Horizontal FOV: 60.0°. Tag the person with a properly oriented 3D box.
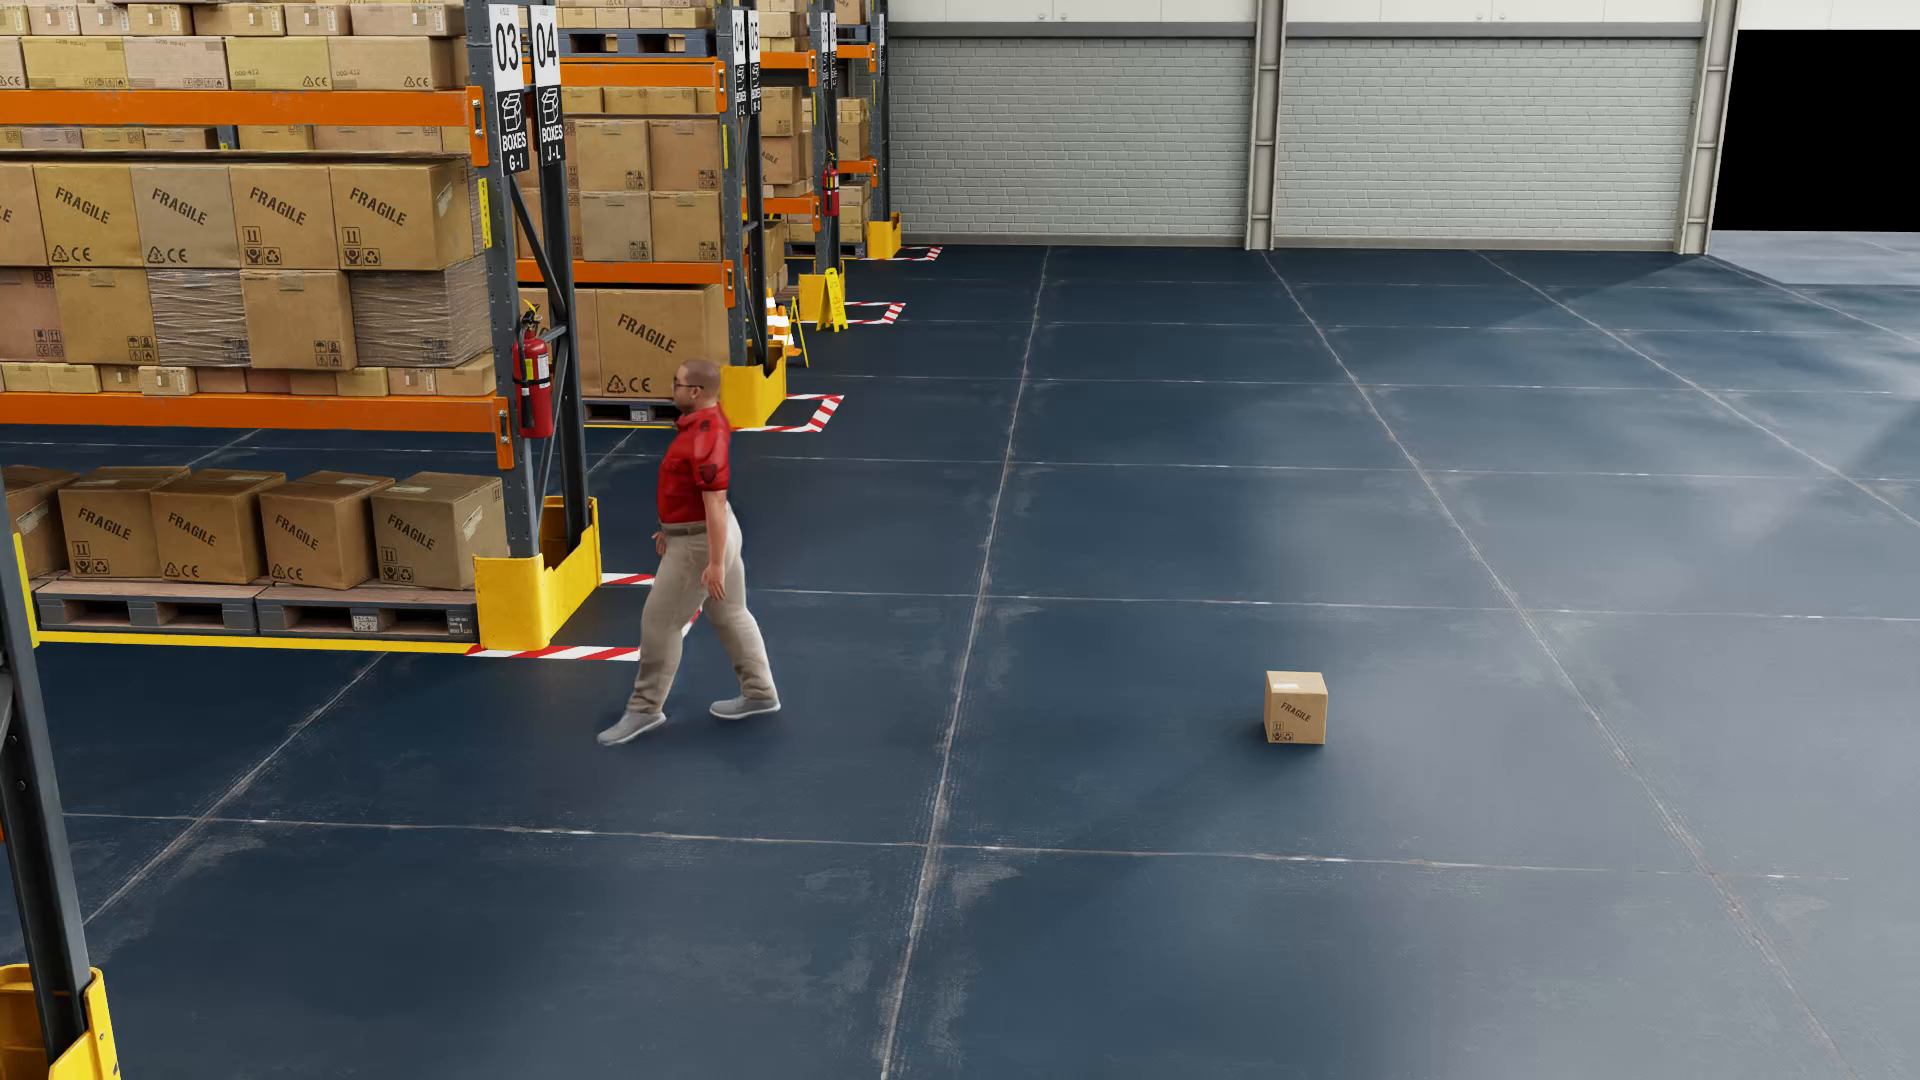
[{"bbox_3d":[-1.244,0.045,7.464,0.816,1.750,0.578,0,17,0],"label":"person"}]
